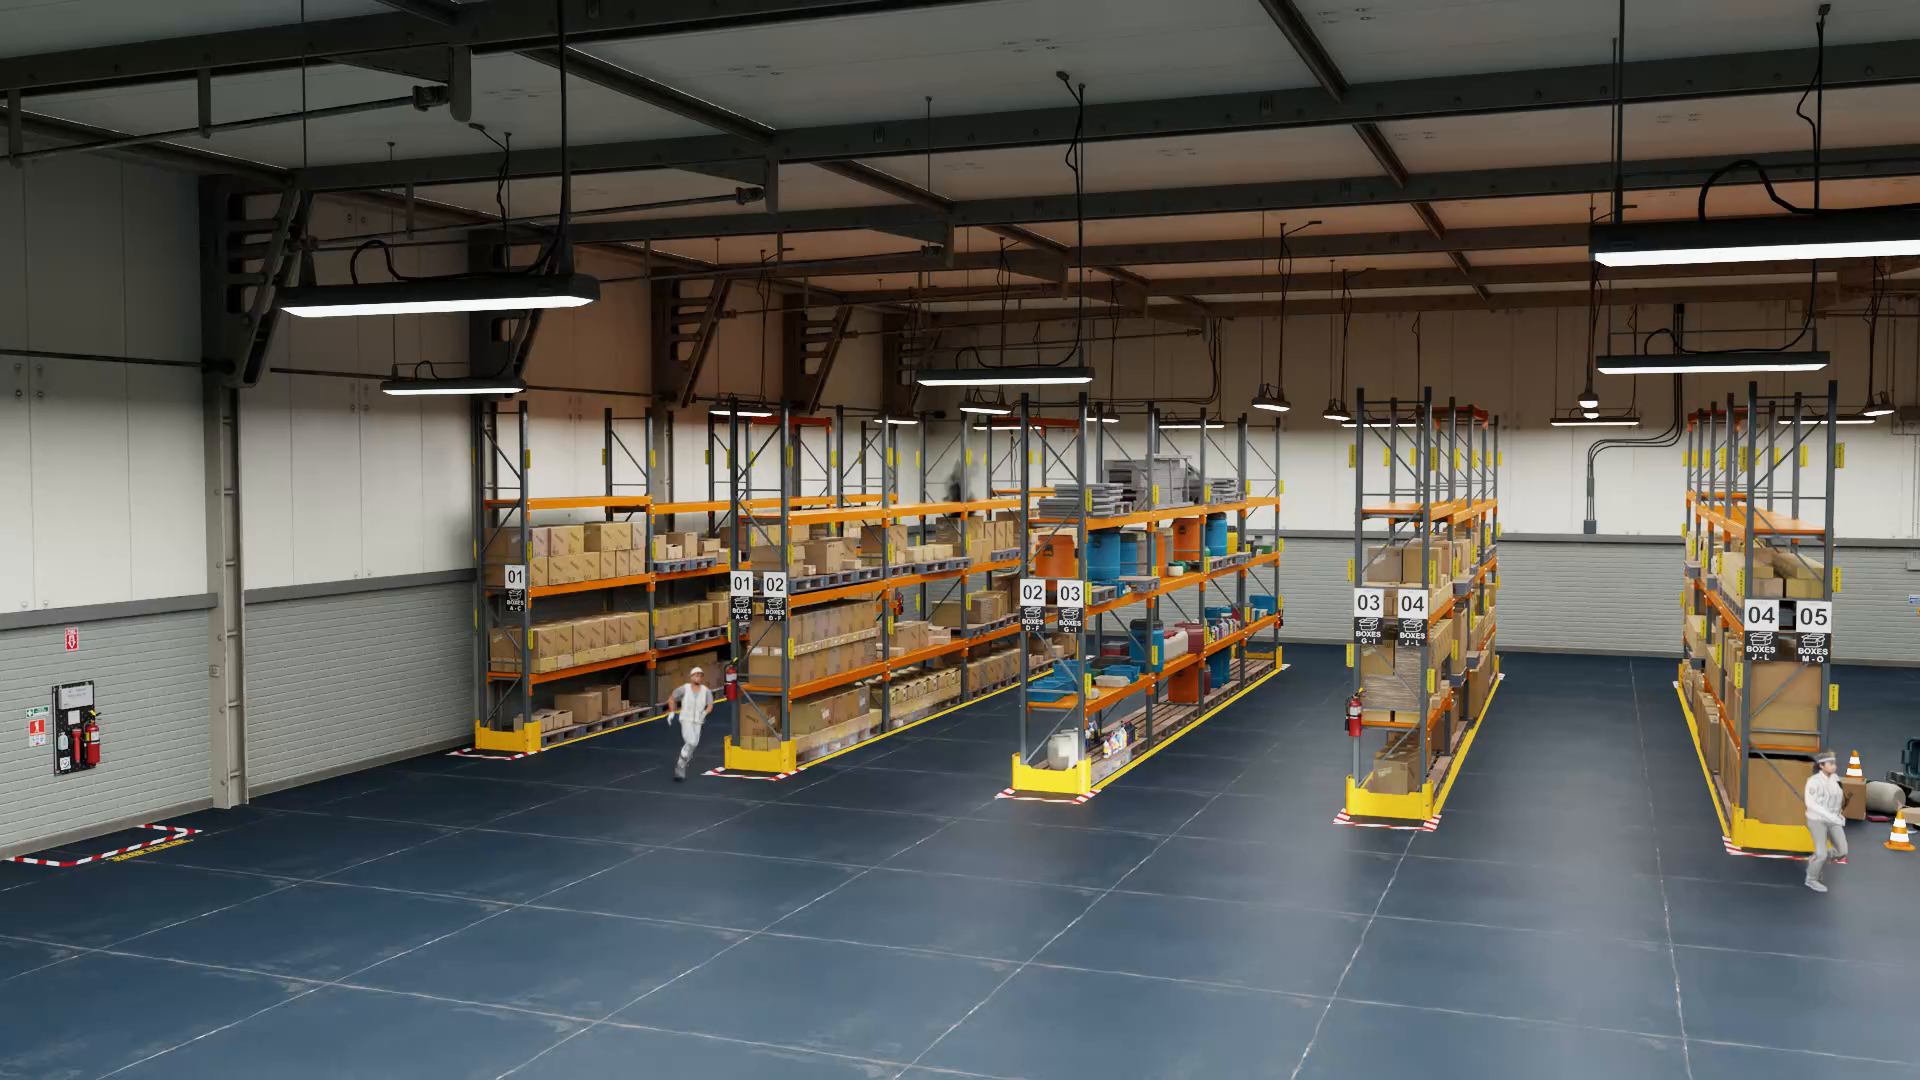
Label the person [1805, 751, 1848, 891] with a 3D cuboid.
[{"bbox_3d":[10.030,3.246,19.225,0.599,1.641,0.578,-1,3,-20],"label":"person"}]

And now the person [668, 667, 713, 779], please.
[{"bbox_3d":[-4.170,2.833,25.943,0.694,1.673,0.650,-1,3,-27],"label":"person"}]
